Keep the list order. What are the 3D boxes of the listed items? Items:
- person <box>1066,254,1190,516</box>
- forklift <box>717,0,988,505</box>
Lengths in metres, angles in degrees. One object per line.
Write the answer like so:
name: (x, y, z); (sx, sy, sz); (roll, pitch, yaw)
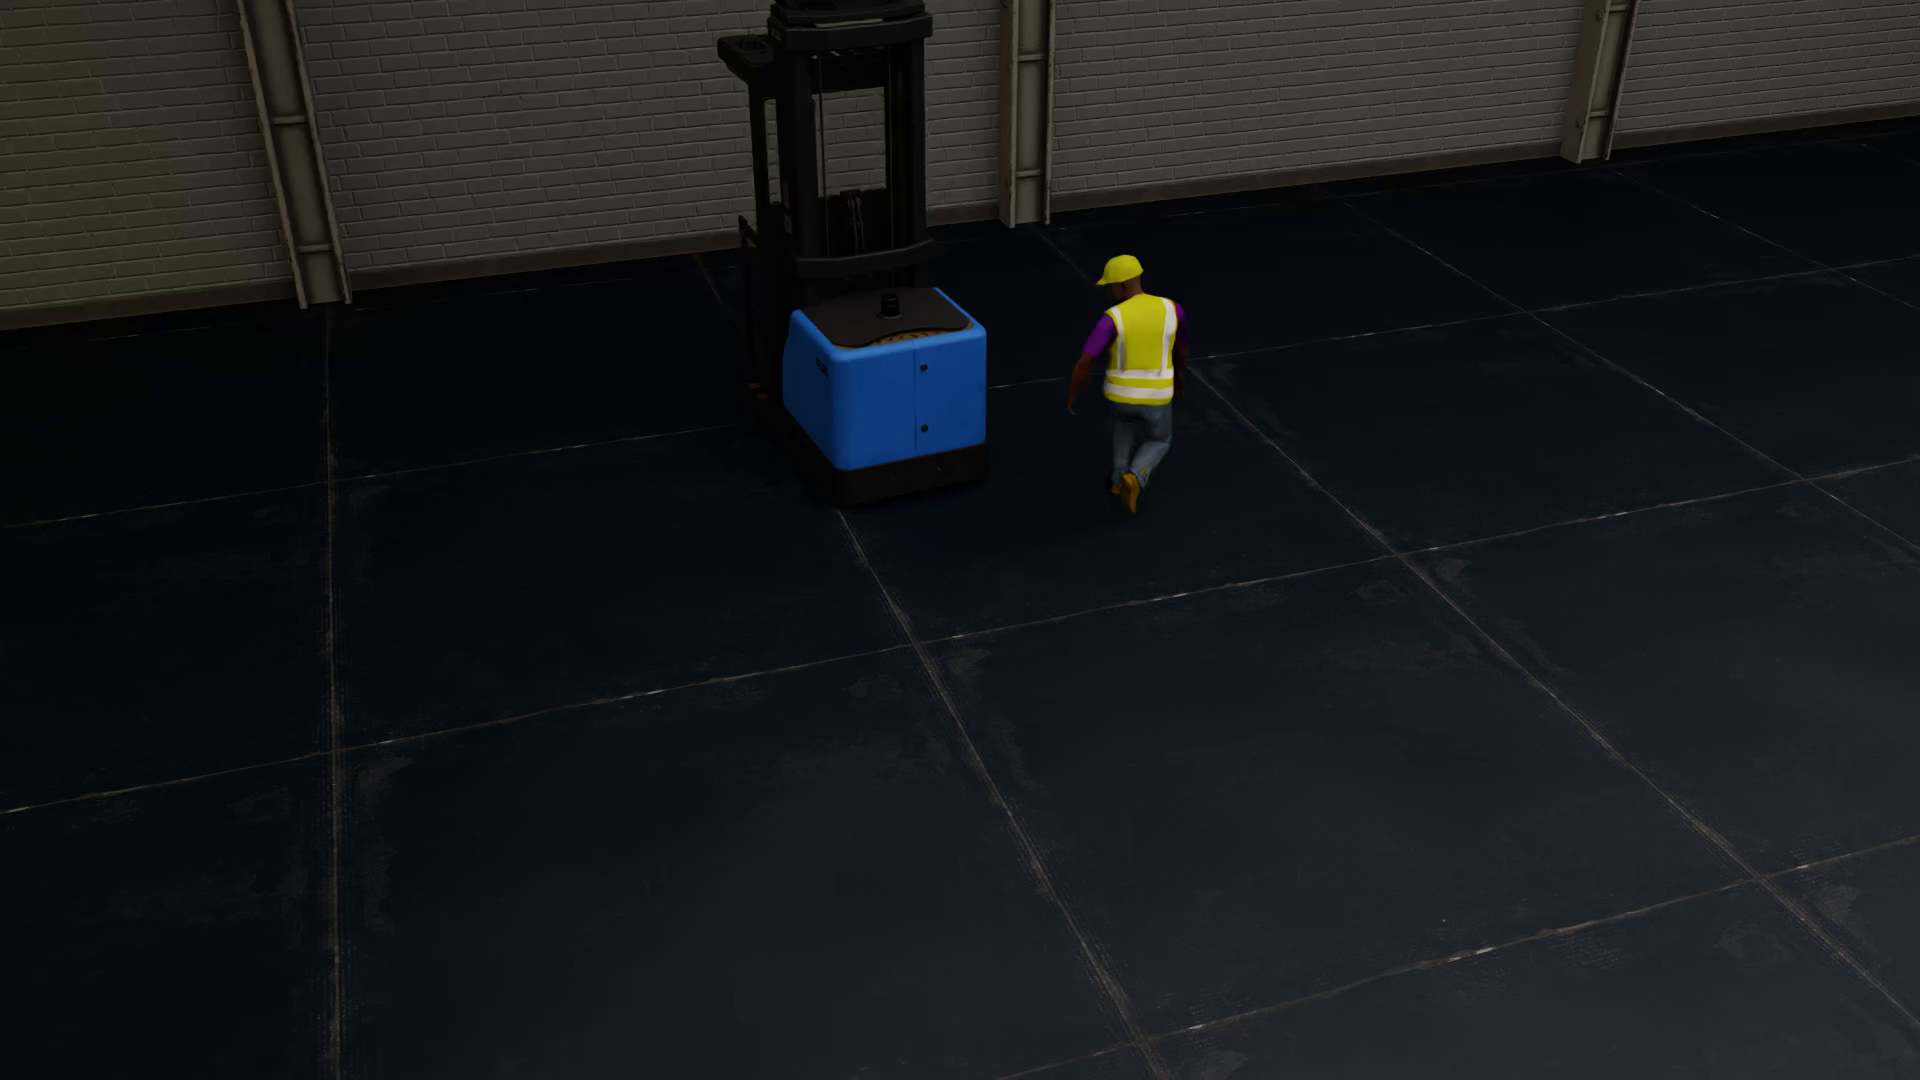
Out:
person: (1.017, -0.941, 10.141); (0.732, 1.546, 0.718); (3, 30, 6)
forklift: (-0.877, -2.201, 10.913); (1.130, 2.935, 3.031); (-12, 32, -20)
